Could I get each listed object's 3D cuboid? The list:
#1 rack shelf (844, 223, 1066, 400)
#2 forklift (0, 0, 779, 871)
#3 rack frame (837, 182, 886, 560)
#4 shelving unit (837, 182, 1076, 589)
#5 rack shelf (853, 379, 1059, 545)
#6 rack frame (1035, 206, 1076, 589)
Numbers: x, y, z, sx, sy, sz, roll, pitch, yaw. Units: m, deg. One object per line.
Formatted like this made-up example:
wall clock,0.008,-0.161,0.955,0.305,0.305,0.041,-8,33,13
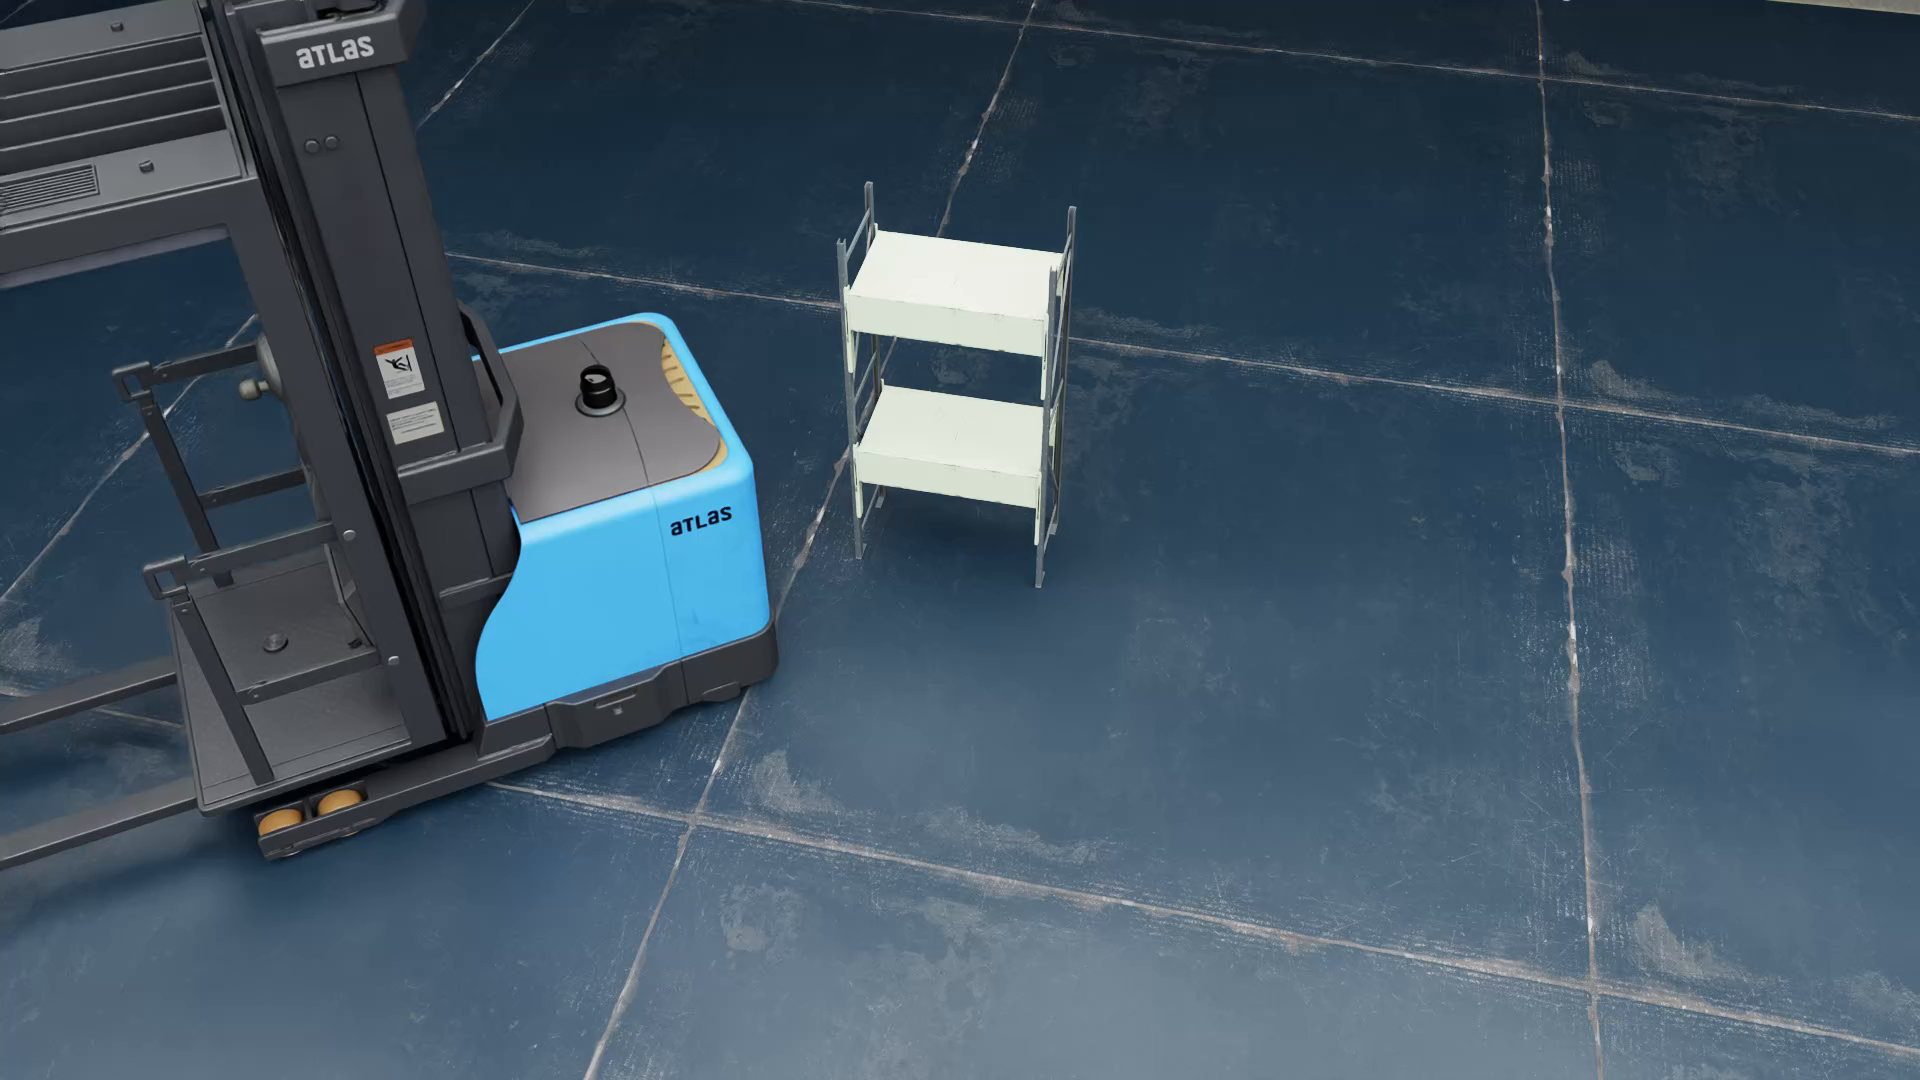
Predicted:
rack shelf,-0.007,-0.823,5.960,0.720,0.370,0.431,9,45,9
forklift,-2.233,-0.404,5.056,3.031,2.935,1.130,-18,47,-18
rack frame,-0.364,-0.597,6.289,0.023,1.500,0.400,9,45,9
shelving unit,-0.007,-0.541,6.231,0.755,1.500,0.431,9,45,9
rack shelf,-0.007,-0.306,6.457,0.720,0.370,0.431,9,45,9
rack frame,0.351,-0.486,6.173,0.023,1.500,0.400,9,45,9
